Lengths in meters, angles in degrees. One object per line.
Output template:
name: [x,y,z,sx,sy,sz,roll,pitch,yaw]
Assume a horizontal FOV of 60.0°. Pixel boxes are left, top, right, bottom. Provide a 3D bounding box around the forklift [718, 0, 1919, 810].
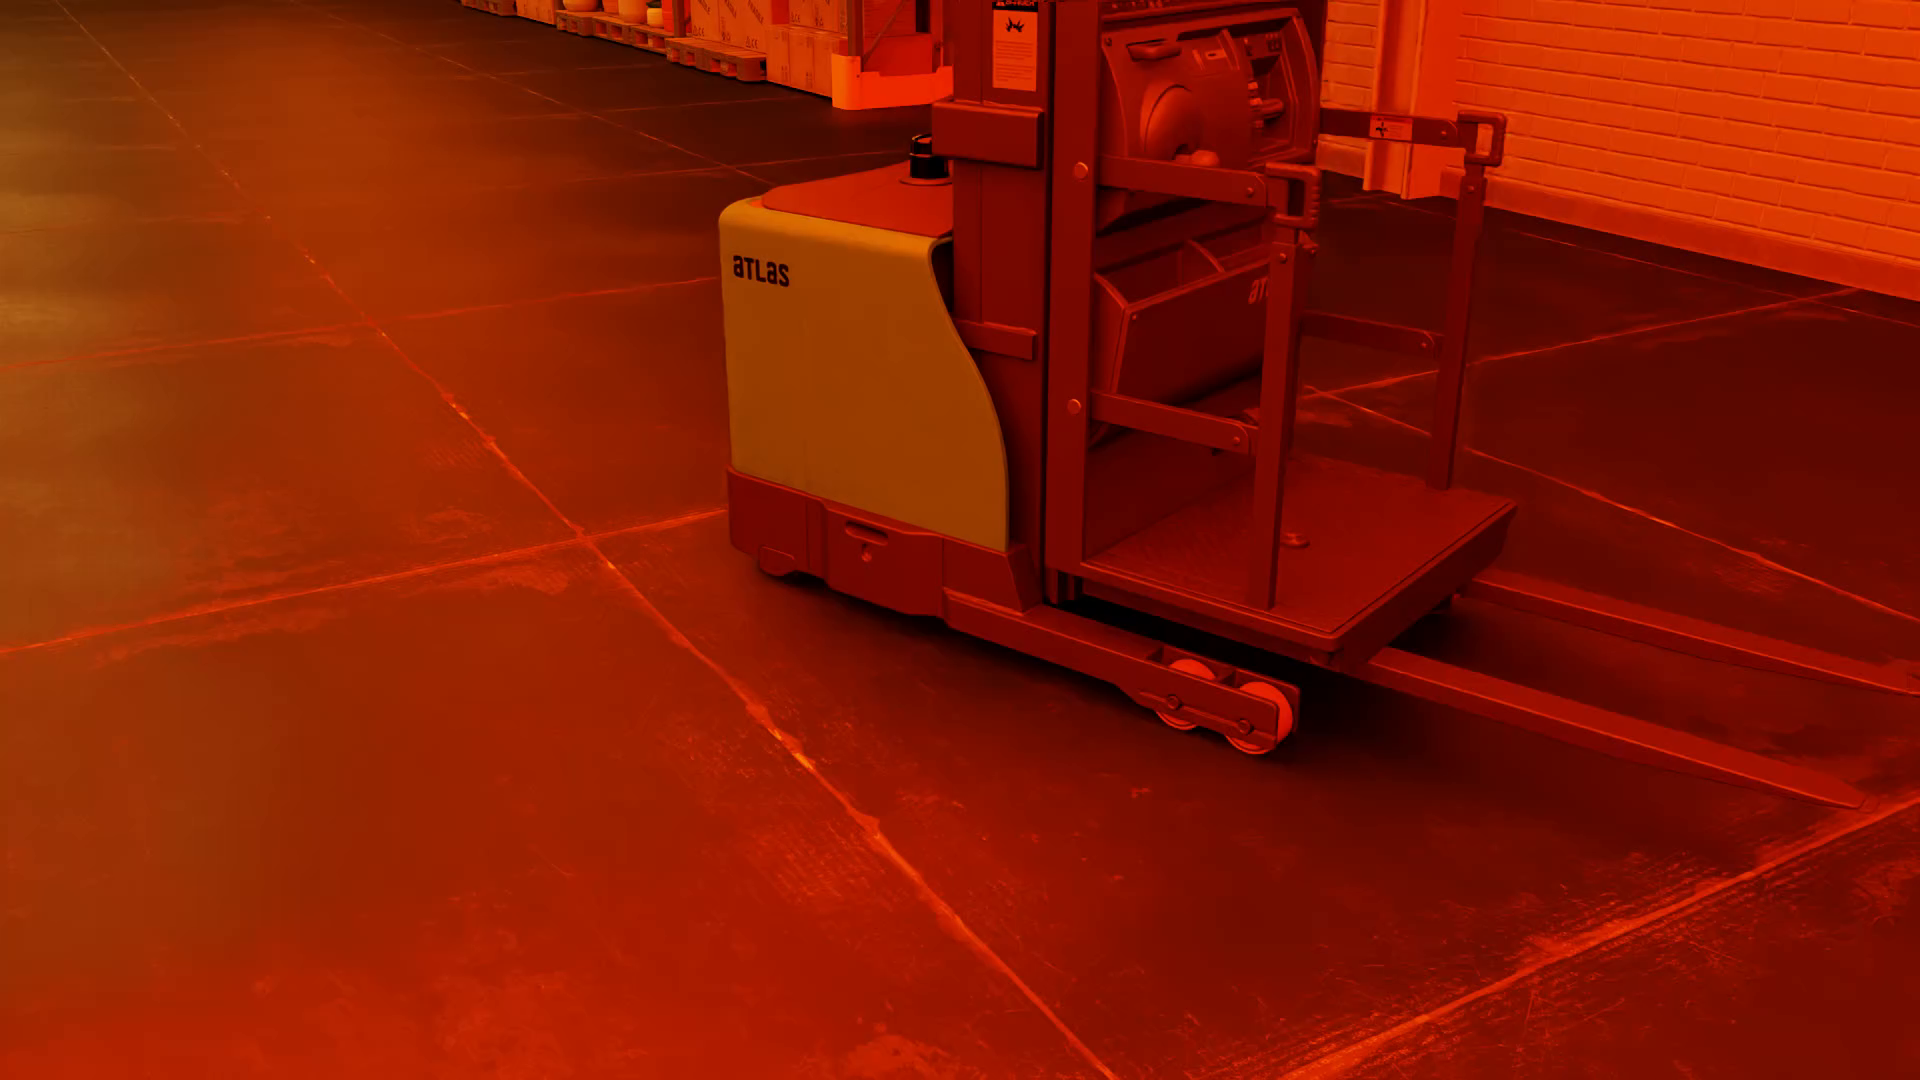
forklift: [0.788,-1.080,3.905,3.031,2.935,1.130,17,28,35]
